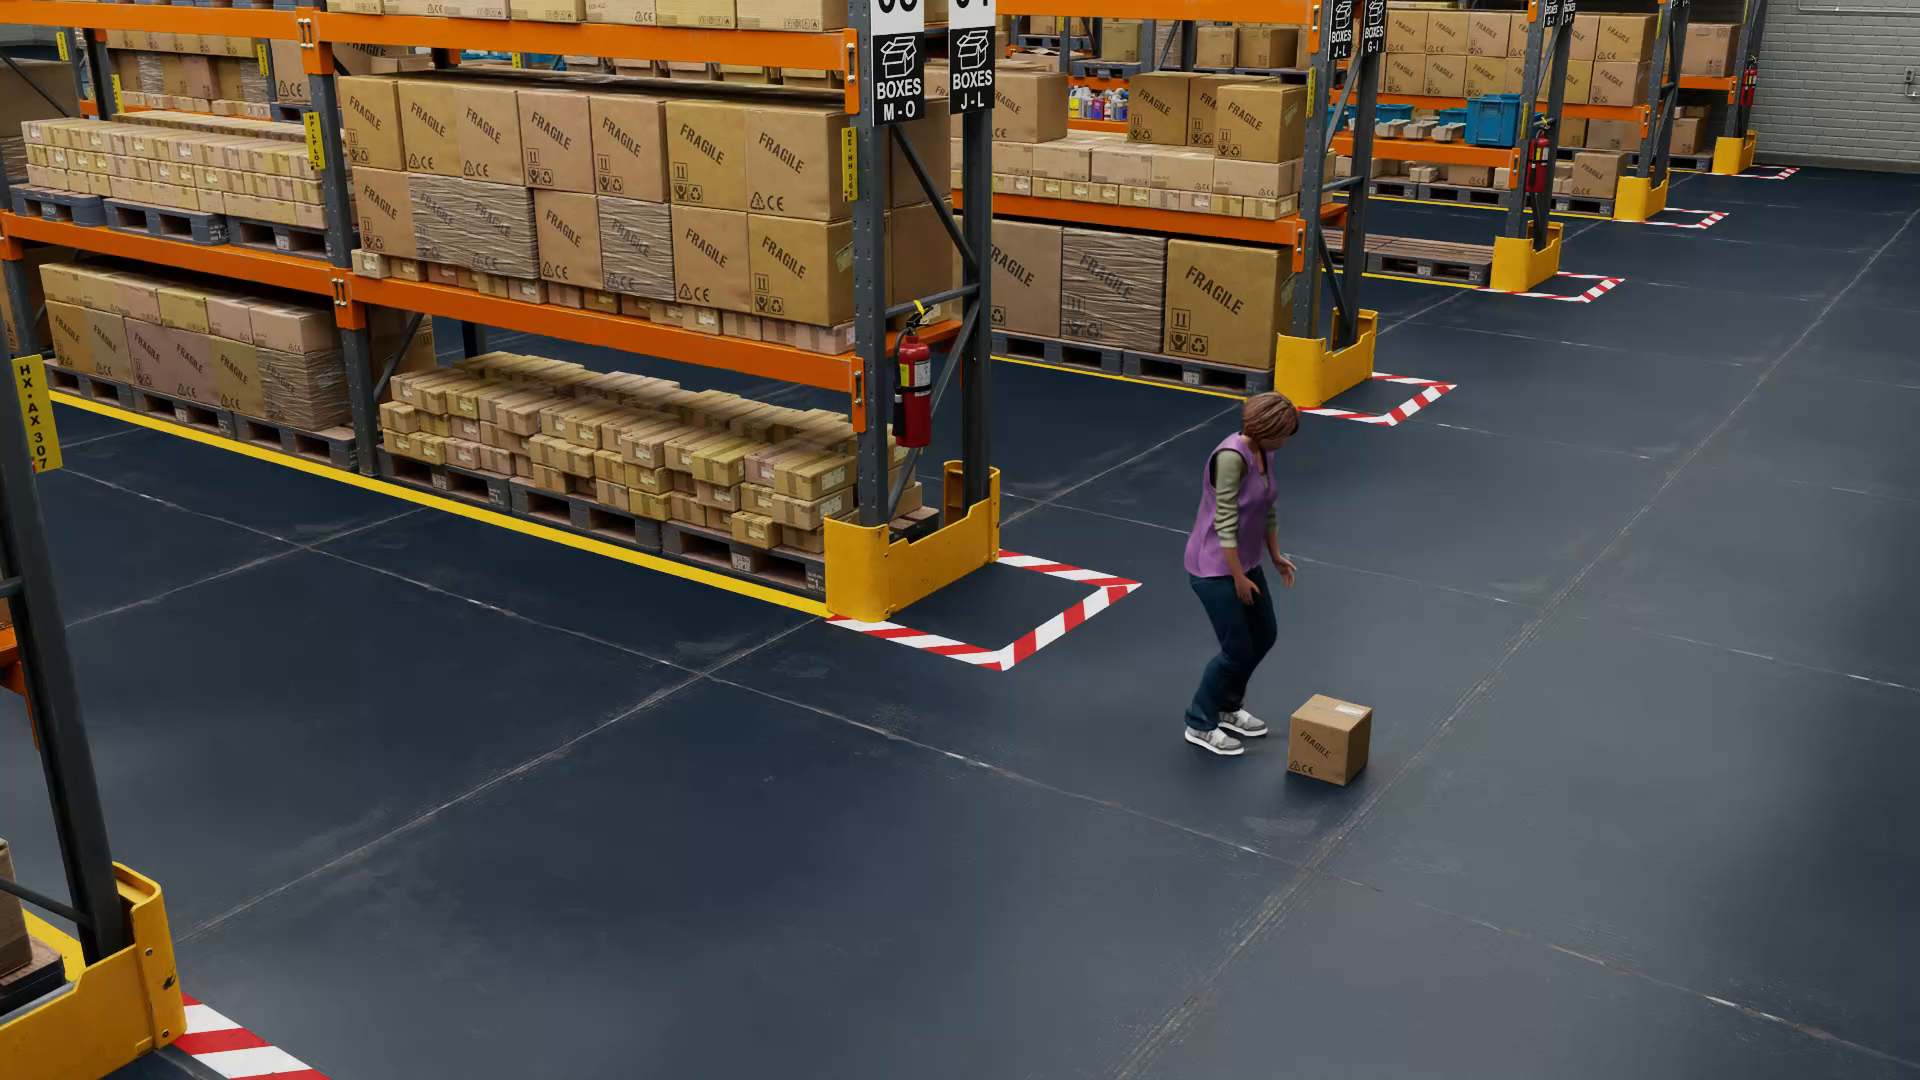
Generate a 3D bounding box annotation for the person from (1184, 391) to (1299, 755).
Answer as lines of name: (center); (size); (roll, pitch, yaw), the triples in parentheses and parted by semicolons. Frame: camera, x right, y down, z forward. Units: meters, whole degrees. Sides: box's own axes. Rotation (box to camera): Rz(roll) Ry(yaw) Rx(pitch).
person: (1.153, 0.119, 6.863); (0.418, 1.538, 0.433); (14, 24, 33)
